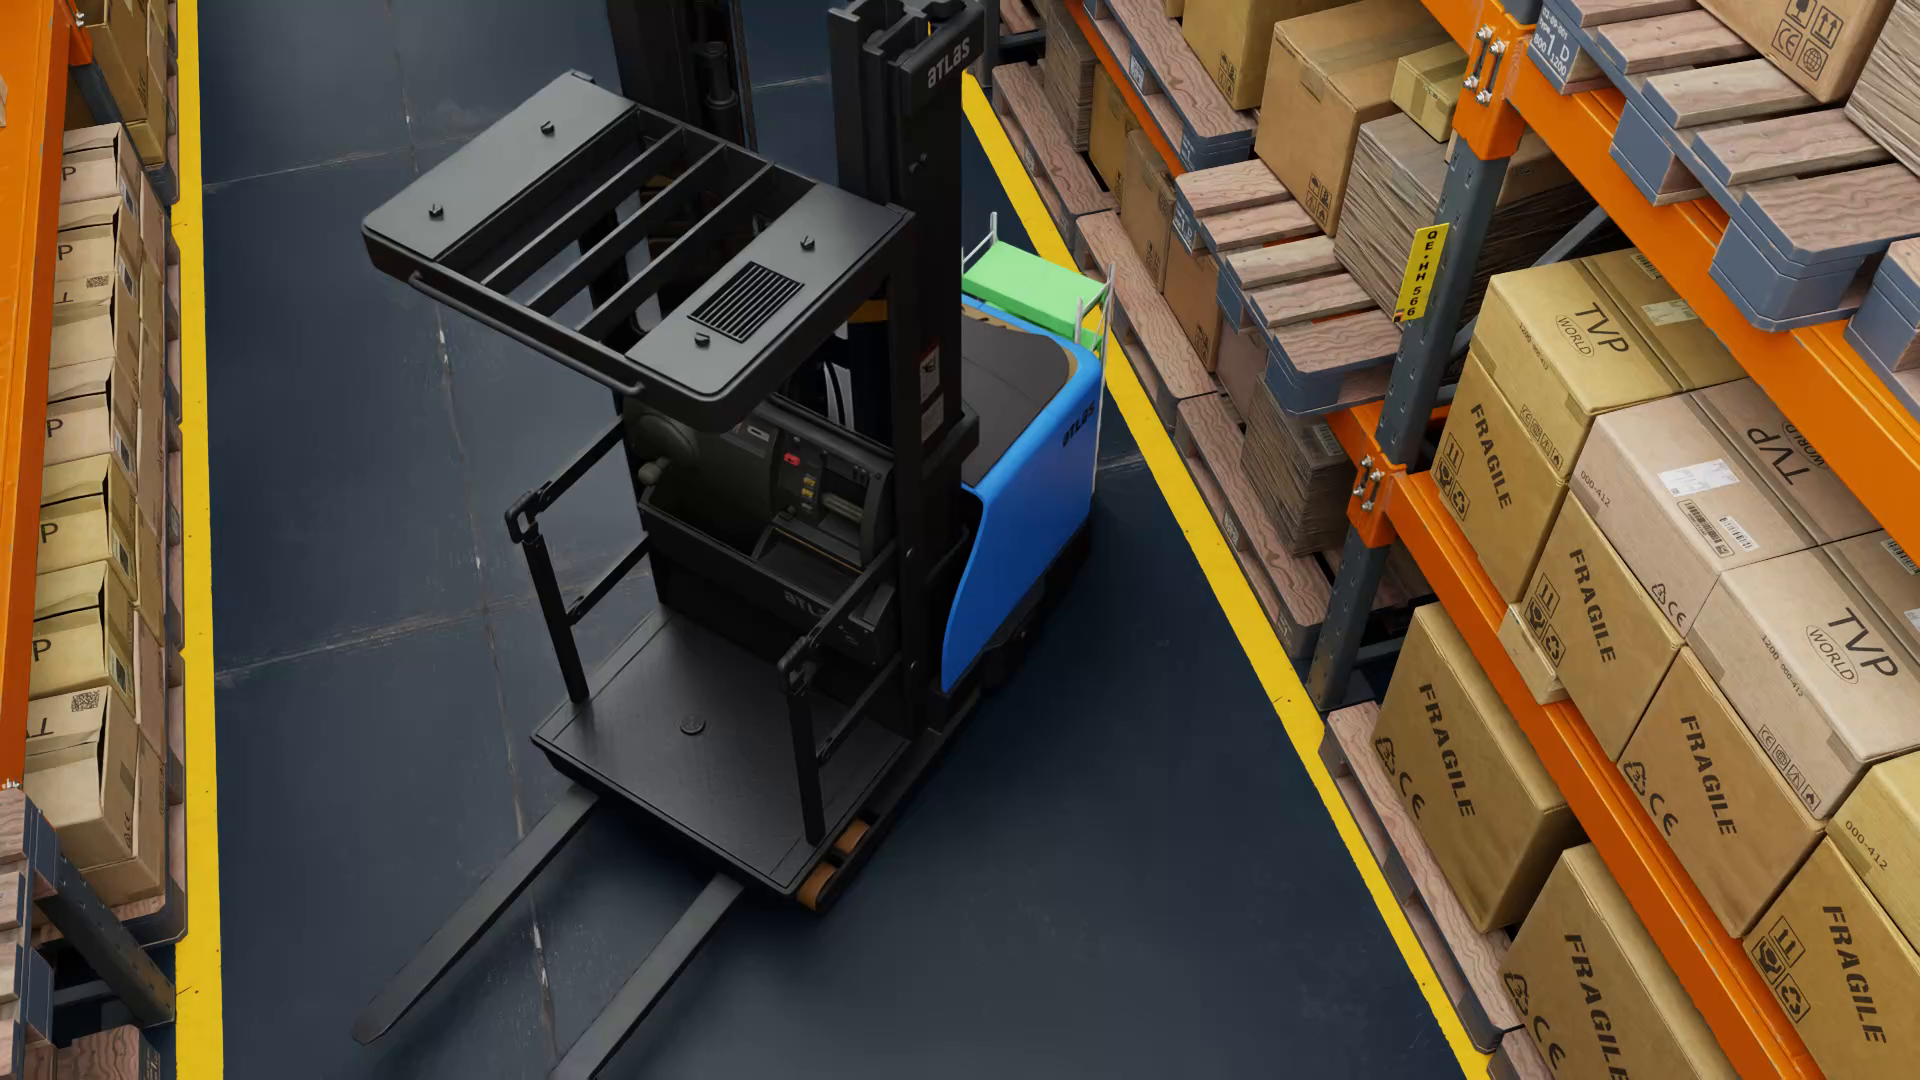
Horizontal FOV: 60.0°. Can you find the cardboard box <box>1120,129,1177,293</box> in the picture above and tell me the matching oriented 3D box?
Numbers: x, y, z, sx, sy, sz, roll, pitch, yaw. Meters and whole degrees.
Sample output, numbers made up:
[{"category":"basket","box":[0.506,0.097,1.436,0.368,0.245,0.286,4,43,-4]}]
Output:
[{"category":"cardboard box","box":[1.121,-1.474,7.167,0.700,0.500,0.500,-13,51,-11]}]

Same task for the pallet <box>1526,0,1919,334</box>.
[{"category":"pallet","box":[1.998,-0.945,3.536,1.213,0.211,1.003,-11,51,-9]}]

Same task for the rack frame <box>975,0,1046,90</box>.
[{"category":"rack frame","box":[0.574,-3.419,7.460,1.000,3.000,0.127,-13,51,-11]}]

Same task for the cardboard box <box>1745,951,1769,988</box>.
[{"category":"cardboard box","box":[2.097,0.988,3.896,0.380,0.149,0.250,-13,51,-11]}]

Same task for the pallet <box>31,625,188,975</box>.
[{"category":"pallet","box":[-3.180,0.914,5.631,1.003,0.211,1.213,-13,51,-11]}]

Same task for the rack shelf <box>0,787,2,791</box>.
[{"category":"rack shelf","box":[-2.382,2.318,3.094,1.077,0.370,4.000,-13,51,-11]}]

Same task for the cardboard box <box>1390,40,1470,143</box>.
[{"category":"cardboard box","box":[1.517,-1.358,4.945,0.380,0.149,0.250,-21,53,-17]}]

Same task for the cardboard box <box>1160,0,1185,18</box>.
[{"category":"cardboard box","box":[1.075,-2.330,6.189,0.700,0.500,0.500,-7,50,-6]}]

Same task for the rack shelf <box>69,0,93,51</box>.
[{"category":"rack shelf","box":[-4.748,-3.525,8.020,1.077,0.370,4.000,-13,51,-11]}]

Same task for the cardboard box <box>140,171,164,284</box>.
[{"category":"cardboard box","box":[-3.757,-1.308,7.204,0.500,0.250,0.500,-14,51,-11]}]

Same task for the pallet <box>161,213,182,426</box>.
[{"category":"pallet","box":[-3.902,-0.868,7.134,1.003,0.211,1.213,-13,51,-11]}]

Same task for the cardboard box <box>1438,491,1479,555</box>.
[{"category":"cardboard box","box":[1.633,-0.130,4.839,0.380,0.149,0.250,-14,51,-12]}]

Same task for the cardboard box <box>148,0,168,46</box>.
[{"category":"cardboard box","box":[-4.290,-2.685,8.365,0.500,0.250,0.500,-13,51,-11]}]

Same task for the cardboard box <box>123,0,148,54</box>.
[{"category":"cardboard box","box":[-4.150,-2.560,7.769,0.500,0.500,0.500,-13,51,-11]}]

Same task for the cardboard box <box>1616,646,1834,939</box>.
[{"category":"cardboard box","box":[1.948,0.528,3.860,0.500,0.500,0.500,-14,51,-11]}]

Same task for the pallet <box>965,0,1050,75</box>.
[{"category":"pallet","box":[0.342,-3.003,8.933,1.003,0.211,1.213,-13,51,-11]}]

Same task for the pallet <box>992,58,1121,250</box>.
[{"category":"pallet","box":[0.806,-1.952,8.047,1.003,0.211,1.213,-13,51,-11]}]

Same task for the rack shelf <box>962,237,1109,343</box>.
[{"category":"rack shelf","box":[0.266,-0.878,5.950,0.480,0.148,0.258,27,55,21]}]

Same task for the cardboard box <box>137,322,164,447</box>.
[{"category":"cardboard box","box":[-3.458,-0.565,6.578,0.500,0.250,0.500,-12,51,-10]}]

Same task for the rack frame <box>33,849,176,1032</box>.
[{"category":"rack frame","box":[-2.974,0.625,4.051,1.000,3.000,0.127,-13,51,-11]}]

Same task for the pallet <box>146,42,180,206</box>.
[{"category":"pallet","box":[-4.352,-1.988,8.077,1.003,0.211,1.213,-13,51,-11]}]

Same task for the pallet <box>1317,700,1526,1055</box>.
[{"category":"pallet","box":[1.918,0.994,5.564,1.003,0.211,1.213,-13,51,-11]}]

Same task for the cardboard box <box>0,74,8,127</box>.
[{"category":"cardboard box","box":[-3.721,-1.652,6.059,0.396,0.266,0.258,-14,51,-12]}]

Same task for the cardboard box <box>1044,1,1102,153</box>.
[{"category":"cardboard box","box":[0.808,-2.221,7.798,0.700,0.500,0.500,-12,51,-10]}]

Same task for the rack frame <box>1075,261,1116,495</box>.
[{"category":"rack frame","box":[0.470,-0.507,6.182,0.015,1.200,0.240,27,55,21]}]

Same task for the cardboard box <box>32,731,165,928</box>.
[{"category":"cardboard box","box":[-2.848,0.927,5.320,0.500,0.250,0.500,-13,51,-11]}]

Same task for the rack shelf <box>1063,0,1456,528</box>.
[{"category":"rack shelf","box":[1.166,-1.726,6.504,1.077,0.370,4.000,-13,51,-11]}]

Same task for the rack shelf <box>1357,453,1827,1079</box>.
[{"category":"rack shelf","box":[2.349,1.195,4.041,1.077,0.370,4.000,-13,51,-11]}]

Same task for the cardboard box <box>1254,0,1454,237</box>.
[{"category":"cardboard box","box":[1.417,-1.415,5.417,0.700,0.500,0.500,-18,52,-14]}]

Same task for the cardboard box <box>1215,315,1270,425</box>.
[{"category":"cardboard box","box":[1.453,-0.750,6.557,0.700,0.500,0.500,-13,51,-11]}]

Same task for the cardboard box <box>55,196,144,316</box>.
[{"category":"cardboard box","box":[-3.603,-1.117,6.676,0.500,0.311,0.500,-12,51,-10]}]

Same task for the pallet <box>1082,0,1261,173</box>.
[{"category":"pallet","box":[1.133,-1.872,6.282,1.003,0.211,1.213,-13,51,-11]}]

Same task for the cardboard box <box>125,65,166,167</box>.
[{"category":"cardboard box","box":[-4.004,-1.953,7.748,0.500,0.250,0.500,-13,51,-11]}]

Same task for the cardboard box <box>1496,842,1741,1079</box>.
[{"category":"cardboard box","box":[2.102,1.268,4.640,0.750,0.750,0.750,-14,51,-11]}]

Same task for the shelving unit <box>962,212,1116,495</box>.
[{"category":"shelving unit","box":[0.265,-0.609,6.268,0.503,1.200,0.258,27,55,21]}]

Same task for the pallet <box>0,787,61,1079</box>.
[{"category":"pallet","box":[-2.706,1.166,3.720,1.213,0.211,1.003,-13,51,-11]}]

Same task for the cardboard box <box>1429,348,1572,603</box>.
[{"category":"cardboard box","box":[1.656,-0.220,4.490,0.500,0.500,0.500,-12,51,-10]}]

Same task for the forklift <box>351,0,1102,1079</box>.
[{"category":"forklift","box":[-0.725,-0.142,4.743,1.130,2.935,3.031,27,55,21]}]

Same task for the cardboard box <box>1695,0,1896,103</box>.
[{"category":"cardboard box","box":[1.953,-1.304,3.362,0.700,0.500,0.500,-17,52,-14]}]

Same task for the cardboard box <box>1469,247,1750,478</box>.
[{"category":"cardboard box","box":[1.654,-0.463,4.205,0.500,0.250,0.500,-12,51,-10]}]

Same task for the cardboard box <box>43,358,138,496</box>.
[{"category":"cardboard box","box":[-3.313,-0.384,6.058,0.500,0.311,0.500,-14,51,-11]}]

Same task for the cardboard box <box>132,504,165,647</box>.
[{"category":"cardboard box","box":[-3.157,0.182,5.948,0.500,0.250,0.500,-15,51,-12]}]

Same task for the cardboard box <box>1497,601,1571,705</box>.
[{"category":"cardboard box","box":[1.697,0.269,4.502,0.380,0.149,0.250,-12,51,-10]}]

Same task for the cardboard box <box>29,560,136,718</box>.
[{"category":"cardboard box","box":[-3.012,0.365,5.427,0.500,0.311,0.500,-14,51,-12]}]
